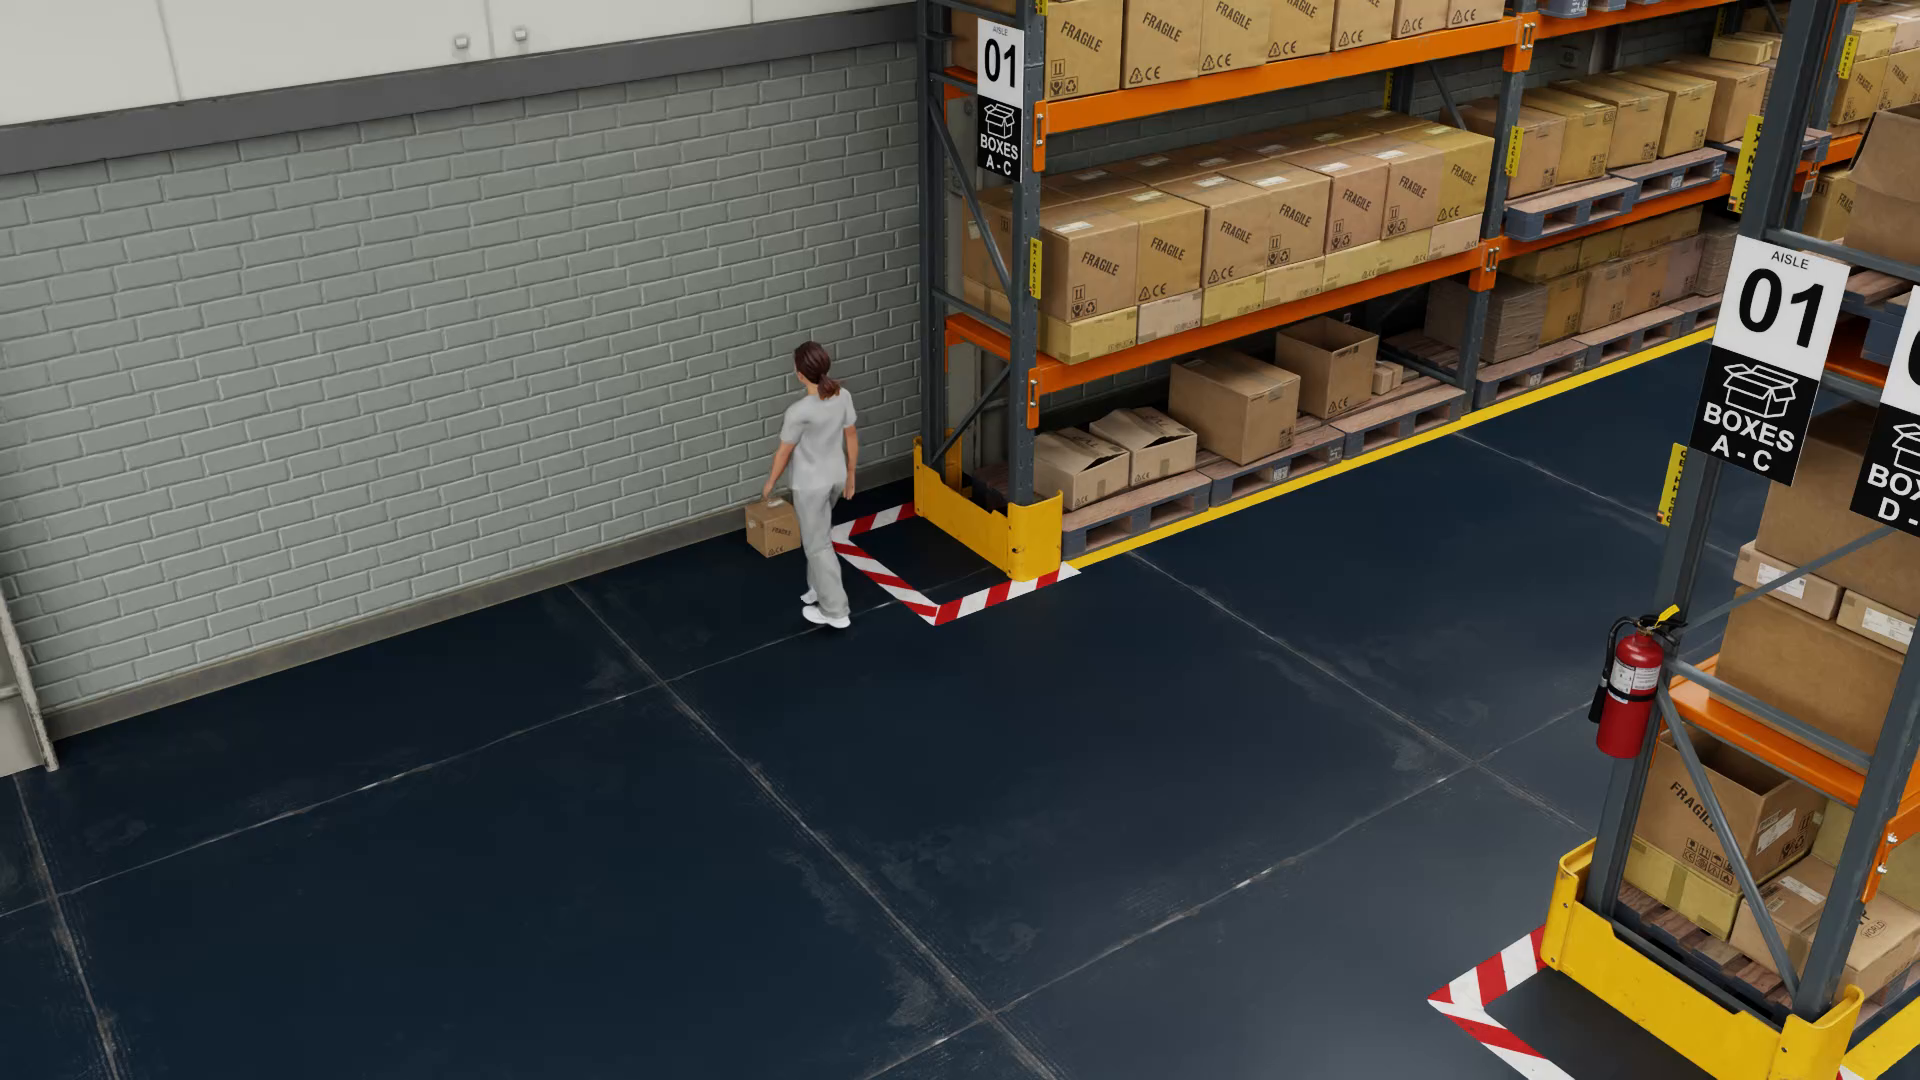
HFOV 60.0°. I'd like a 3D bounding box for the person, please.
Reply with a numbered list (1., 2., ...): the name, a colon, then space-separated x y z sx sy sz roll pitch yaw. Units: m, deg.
1. person: -0.805 -0.286 9.175 0.513 1.736 0.460 21 35 33
